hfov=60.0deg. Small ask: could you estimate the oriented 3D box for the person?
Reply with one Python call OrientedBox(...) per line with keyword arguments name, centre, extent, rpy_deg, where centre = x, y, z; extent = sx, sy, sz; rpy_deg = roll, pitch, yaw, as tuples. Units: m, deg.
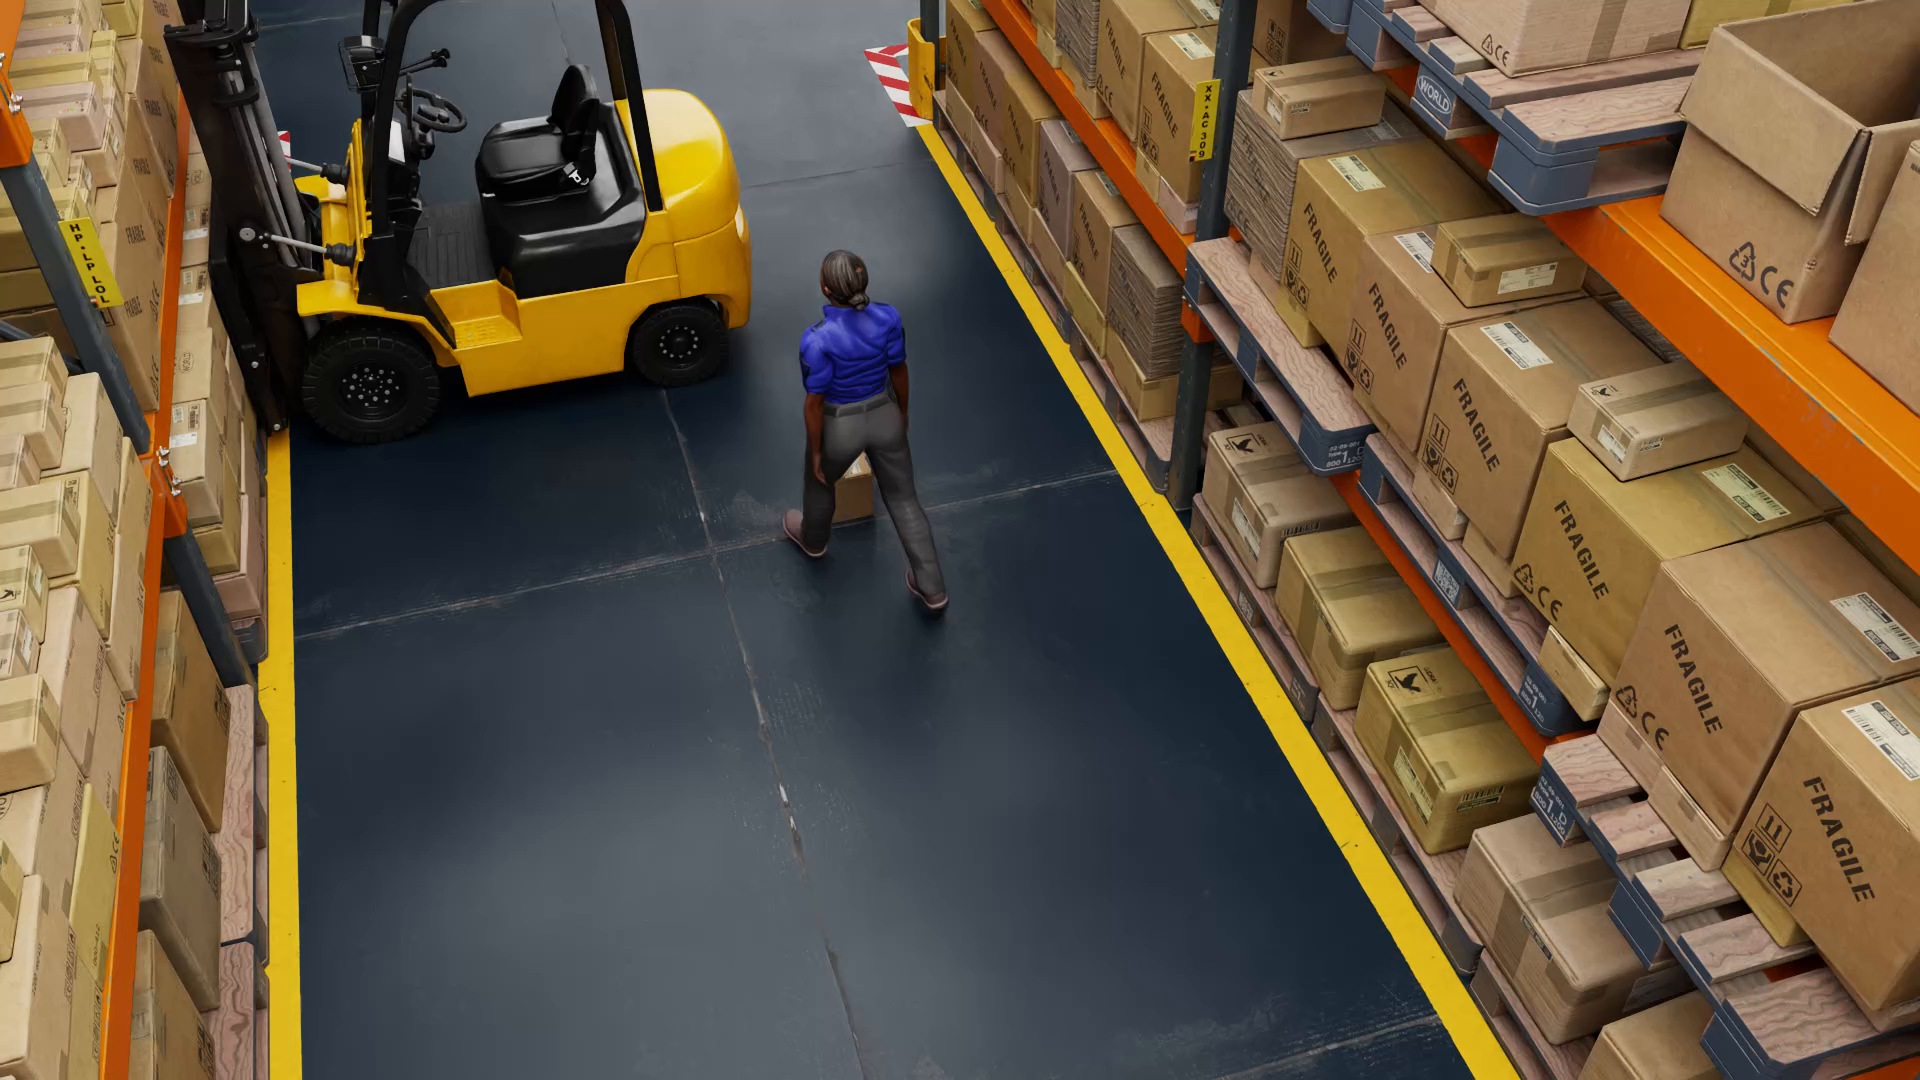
OrientedBox(name="person", centre=(-0.420, -0.473, 6.675), extent=(0.471, 1.618, 0.878), rpy_deg=(-19, 46, -19))
